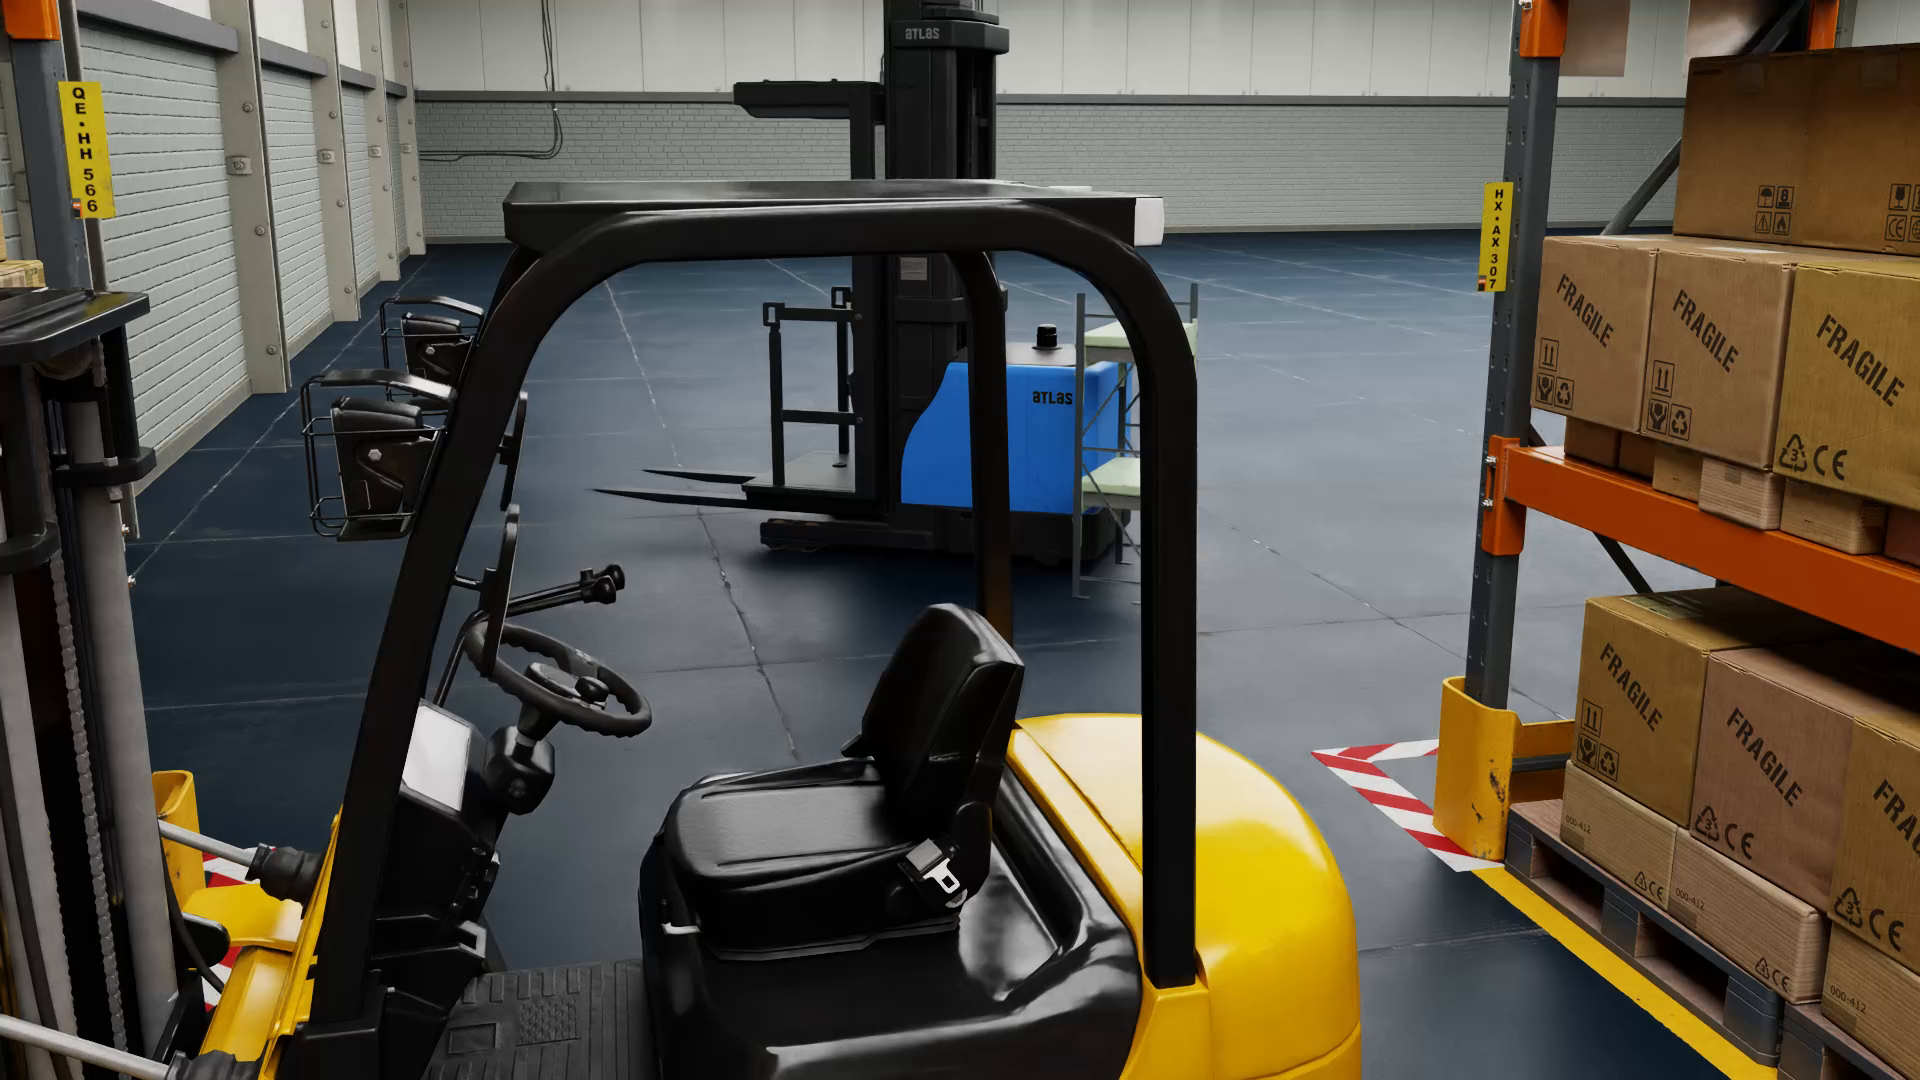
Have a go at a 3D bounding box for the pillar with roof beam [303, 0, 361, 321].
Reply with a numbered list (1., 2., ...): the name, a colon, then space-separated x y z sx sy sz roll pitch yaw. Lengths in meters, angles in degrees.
1. pillar with roof beam: -3.427 -7.346 20.532 9.100 9.000 0.400 -3 14 -13

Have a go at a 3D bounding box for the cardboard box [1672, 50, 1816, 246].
1. cardboard box: 2.484 -1.100 4.666 0.700 0.500 0.500 -4 14 -15

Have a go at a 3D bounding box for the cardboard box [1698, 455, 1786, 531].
1. cardboard box: 2.102 -0.131 4.172 0.380 0.149 0.250 -3 14 -12

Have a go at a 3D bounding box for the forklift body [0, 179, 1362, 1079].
1. forklift body: -0.453 0.498 2.855 2.313 2.155 1.214 -3 14 -13

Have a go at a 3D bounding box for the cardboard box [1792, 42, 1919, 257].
1. cardboard box: 2.596 -0.983 4.187 0.700 0.500 0.500 -3 14 -13

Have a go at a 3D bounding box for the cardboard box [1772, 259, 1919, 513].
1. cardboard box: 2.239 -0.359 3.738 0.500 0.500 0.500 -4 14 -14

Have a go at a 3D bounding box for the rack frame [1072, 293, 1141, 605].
1. rack frame: 0.745 -0.427 8.015 0.400 1.500 0.023 5 15 21

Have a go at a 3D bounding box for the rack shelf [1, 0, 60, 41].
1. rack shelf: -2.202 -0.896 1.970 1.077 0.370 4.000 -3 14 -13

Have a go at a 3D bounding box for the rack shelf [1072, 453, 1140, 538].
1. rack shelf: 0.883 -0.191 8.422 0.431 0.370 0.720 5 15 21

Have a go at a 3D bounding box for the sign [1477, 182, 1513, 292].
1. sign: 1.625 -0.917 5.038 0.100 0.325 0.005 -3 14 -13

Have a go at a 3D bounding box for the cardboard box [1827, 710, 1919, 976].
1. cardboard box: 2.316 0.684 3.637 0.500 0.500 0.500 -3 14 -12

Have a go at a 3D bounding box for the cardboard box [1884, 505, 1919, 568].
1. cardboard box: 2.316 -0.016 3.700 0.380 0.149 0.250 -3 14 -11

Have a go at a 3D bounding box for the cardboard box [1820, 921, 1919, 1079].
1. cardboard box: 2.326 1.049 3.720 0.500 0.250 0.500 -2 14 -9

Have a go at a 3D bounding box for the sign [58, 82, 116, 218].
1. sign: -2.141 -0.954 4.074 0.100 0.325 0.005 -3 14 -13

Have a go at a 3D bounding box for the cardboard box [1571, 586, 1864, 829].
1. cardboard box: 2.079 0.447 4.605 0.500 0.500 0.500 -4 14 -15

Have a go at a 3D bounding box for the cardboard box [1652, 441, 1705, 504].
1. cardboard box: 2.087 -0.192 4.422 0.380 0.149 0.250 -4 14 -15

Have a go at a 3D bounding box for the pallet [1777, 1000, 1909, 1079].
1. pallet: 2.609 1.315 3.599 1.003 0.211 1.213 -3 14 -13

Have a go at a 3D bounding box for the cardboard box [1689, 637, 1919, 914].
1. cardboard box: 2.206 0.568 4.112 0.500 0.500 0.500 -4 14 -15

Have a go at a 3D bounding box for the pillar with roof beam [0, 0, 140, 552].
1. pillar with roof beam: -0.609 -4.577 9.201 9.100 9.000 0.400 -3 14 -13

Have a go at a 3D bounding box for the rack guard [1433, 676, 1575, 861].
1. rack guard: 2.170 0.705 5.490 1.175 0.500 0.348 -3 14 -13

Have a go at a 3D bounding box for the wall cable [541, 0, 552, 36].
1. wall cable: -7.207 -11.723 34.351 3.097 2.526 0.112 -3 14 -13

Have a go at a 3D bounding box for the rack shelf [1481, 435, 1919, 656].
1. rack shelf: 2.622 0.284 3.462 1.077 0.370 4.000 -3 14 -13

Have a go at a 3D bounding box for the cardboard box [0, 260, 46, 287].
1. cardboard box: -2.318 -0.549 3.776 0.380 0.149 0.250 -3 14 -12

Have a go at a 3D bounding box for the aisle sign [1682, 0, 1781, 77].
1. aisle sign: 2.419 -1.821 5.081 0.394 0.787 0.004 -3 14 -13

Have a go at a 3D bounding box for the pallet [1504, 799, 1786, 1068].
1. pallet: 2.326 1.034 4.749 1.003 0.211 1.213 -3 14 -13

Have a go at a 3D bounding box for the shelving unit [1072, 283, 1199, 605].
1. shelving unit: 0.883 -0.507 8.344 0.431 1.500 0.755 5 15 21

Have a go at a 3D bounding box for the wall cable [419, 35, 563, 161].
1. wall cable: -9.837 -9.119 34.333 3.097 2.526 0.112 -3 14 -13

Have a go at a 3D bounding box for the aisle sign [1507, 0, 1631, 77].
1. aisle sign: 1.836 -1.787 4.944 0.394 0.787 0.004 -3 14 -13

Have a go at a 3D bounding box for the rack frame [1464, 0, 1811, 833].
1. rack frame: 2.152 -0.527 5.265 1.000 3.000 0.127 -3 14 -13

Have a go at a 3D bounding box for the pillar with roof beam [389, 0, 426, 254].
1. pillar with roof beam: -6.246 -10.114 31.864 9.100 9.000 0.400 -3 14 -13

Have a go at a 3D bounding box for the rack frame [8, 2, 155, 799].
1. rack frame: -2.672 -0.250 4.129 1.000 3.000 0.127 -3 14 -13

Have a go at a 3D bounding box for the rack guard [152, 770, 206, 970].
1. rack guard: -2.678 0.959 4.448 1.175 0.500 0.348 -3 14 -13

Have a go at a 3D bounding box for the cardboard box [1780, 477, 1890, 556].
1. cardboard box: 2.196 -0.073 3.936 0.380 0.149 0.250 -3 14 -12

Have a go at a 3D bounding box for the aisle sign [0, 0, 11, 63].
1. aisle sign: -2.402 -1.544 3.949 0.394 0.787 0.004 -3 14 -13

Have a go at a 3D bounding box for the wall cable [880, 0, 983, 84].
1. wall cable: -0.605 -12.805 35.712 2.305 6.003 0.169 -3 14 -13

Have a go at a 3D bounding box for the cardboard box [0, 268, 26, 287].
1. cardboard box: -2.229 -0.492 3.542 0.380 0.149 0.250 -3 14 -12

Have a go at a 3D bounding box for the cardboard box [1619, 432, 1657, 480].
1. cardboard box: 2.104 -0.258 4.691 0.380 0.149 0.250 -3 14 -12

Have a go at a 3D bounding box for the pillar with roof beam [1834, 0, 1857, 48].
1. pillar with roof beam: 16.004 -11.390 37.086 9.100 9.000 0.400 -3 14 -13

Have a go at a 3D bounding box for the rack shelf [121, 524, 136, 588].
1. rack shelf: -2.202 0.561 2.326 1.077 0.370 4.000 -3 14 -13

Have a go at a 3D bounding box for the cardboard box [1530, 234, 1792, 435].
1. cardboard box: 1.994 -0.596 4.707 0.500 0.500 0.500 -4 14 -14

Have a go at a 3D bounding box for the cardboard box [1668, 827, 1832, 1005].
1. cardboard box: 2.185 0.924 4.233 0.500 0.250 0.500 -3 14 -11

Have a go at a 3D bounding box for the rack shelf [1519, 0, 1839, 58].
1. rack shelf: 2.622 -1.174 3.106 1.077 0.370 4.000 -3 14 -13

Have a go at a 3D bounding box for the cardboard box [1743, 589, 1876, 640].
1. cardboard box: 2.594 0.411 4.755 0.500 0.500 0.500 -3 14 -13

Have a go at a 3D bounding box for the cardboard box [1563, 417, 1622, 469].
1. cardboard box: 2.031 -0.315 4.927 0.380 0.149 0.250 -3 14 -13

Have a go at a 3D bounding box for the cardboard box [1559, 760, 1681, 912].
1. cardboard box: 2.073 0.806 4.716 0.500 0.250 0.500 -3 14 -14

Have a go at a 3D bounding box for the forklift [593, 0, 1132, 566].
1. forklift: -0.595 -1.468 9.261 3.031 2.935 1.130 4 14 17

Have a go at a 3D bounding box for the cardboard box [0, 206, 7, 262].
1. cardboard box: -2.383 -0.687 3.714 0.380 0.149 0.250 -3 14 -13

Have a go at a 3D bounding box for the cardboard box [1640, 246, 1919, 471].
1. cardboard box: 2.118 -0.476 4.219 0.500 0.500 0.500 -3 14 -11

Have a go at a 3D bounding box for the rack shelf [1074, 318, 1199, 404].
1. rack shelf: 0.883 -0.887 8.252 0.431 0.370 0.720 5 15 21

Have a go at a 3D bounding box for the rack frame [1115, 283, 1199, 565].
1. rack frame: 1.020 -0.588 8.674 0.400 1.500 0.023 5 15 21

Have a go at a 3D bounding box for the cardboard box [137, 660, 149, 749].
1. cardboard box: -2.261 0.485 3.923 0.500 0.250 0.500 -3 14 -11

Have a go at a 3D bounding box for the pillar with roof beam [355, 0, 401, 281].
1. pillar with roof beam: -4.836 -8.730 26.198 9.100 9.000 0.400 -3 14 -13

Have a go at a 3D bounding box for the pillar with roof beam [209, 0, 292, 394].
1. pillar with roof beam: -2.018 -5.961 14.867 9.100 9.000 0.400 -3 14 -13
